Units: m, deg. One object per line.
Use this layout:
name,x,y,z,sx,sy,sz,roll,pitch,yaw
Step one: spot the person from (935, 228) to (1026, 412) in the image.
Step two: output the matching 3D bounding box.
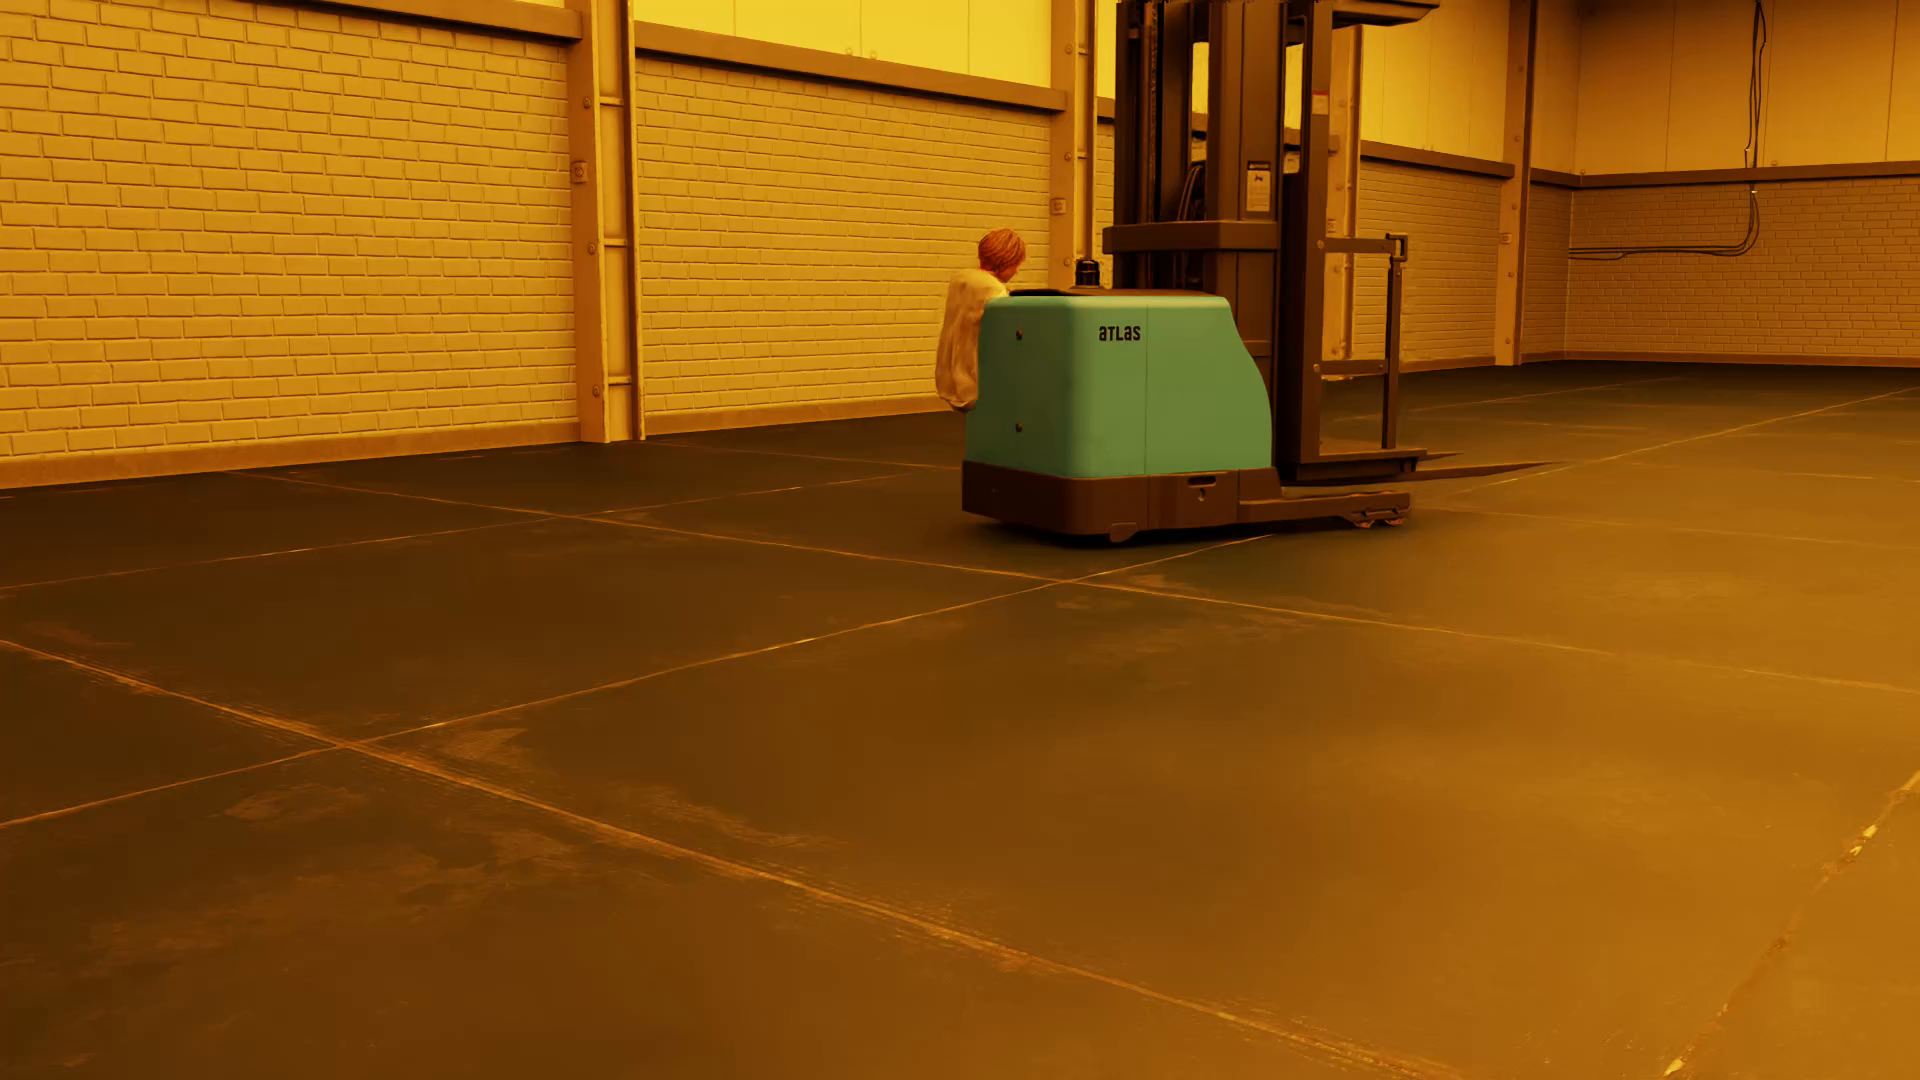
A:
person,0.261,-0.790,7.858,0.706,1.334,0.805,-5,10,-30

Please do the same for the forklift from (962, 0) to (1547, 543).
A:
forklift,1.551,-1.566,7.983,3.031,2.935,1.130,-5,9,-29
